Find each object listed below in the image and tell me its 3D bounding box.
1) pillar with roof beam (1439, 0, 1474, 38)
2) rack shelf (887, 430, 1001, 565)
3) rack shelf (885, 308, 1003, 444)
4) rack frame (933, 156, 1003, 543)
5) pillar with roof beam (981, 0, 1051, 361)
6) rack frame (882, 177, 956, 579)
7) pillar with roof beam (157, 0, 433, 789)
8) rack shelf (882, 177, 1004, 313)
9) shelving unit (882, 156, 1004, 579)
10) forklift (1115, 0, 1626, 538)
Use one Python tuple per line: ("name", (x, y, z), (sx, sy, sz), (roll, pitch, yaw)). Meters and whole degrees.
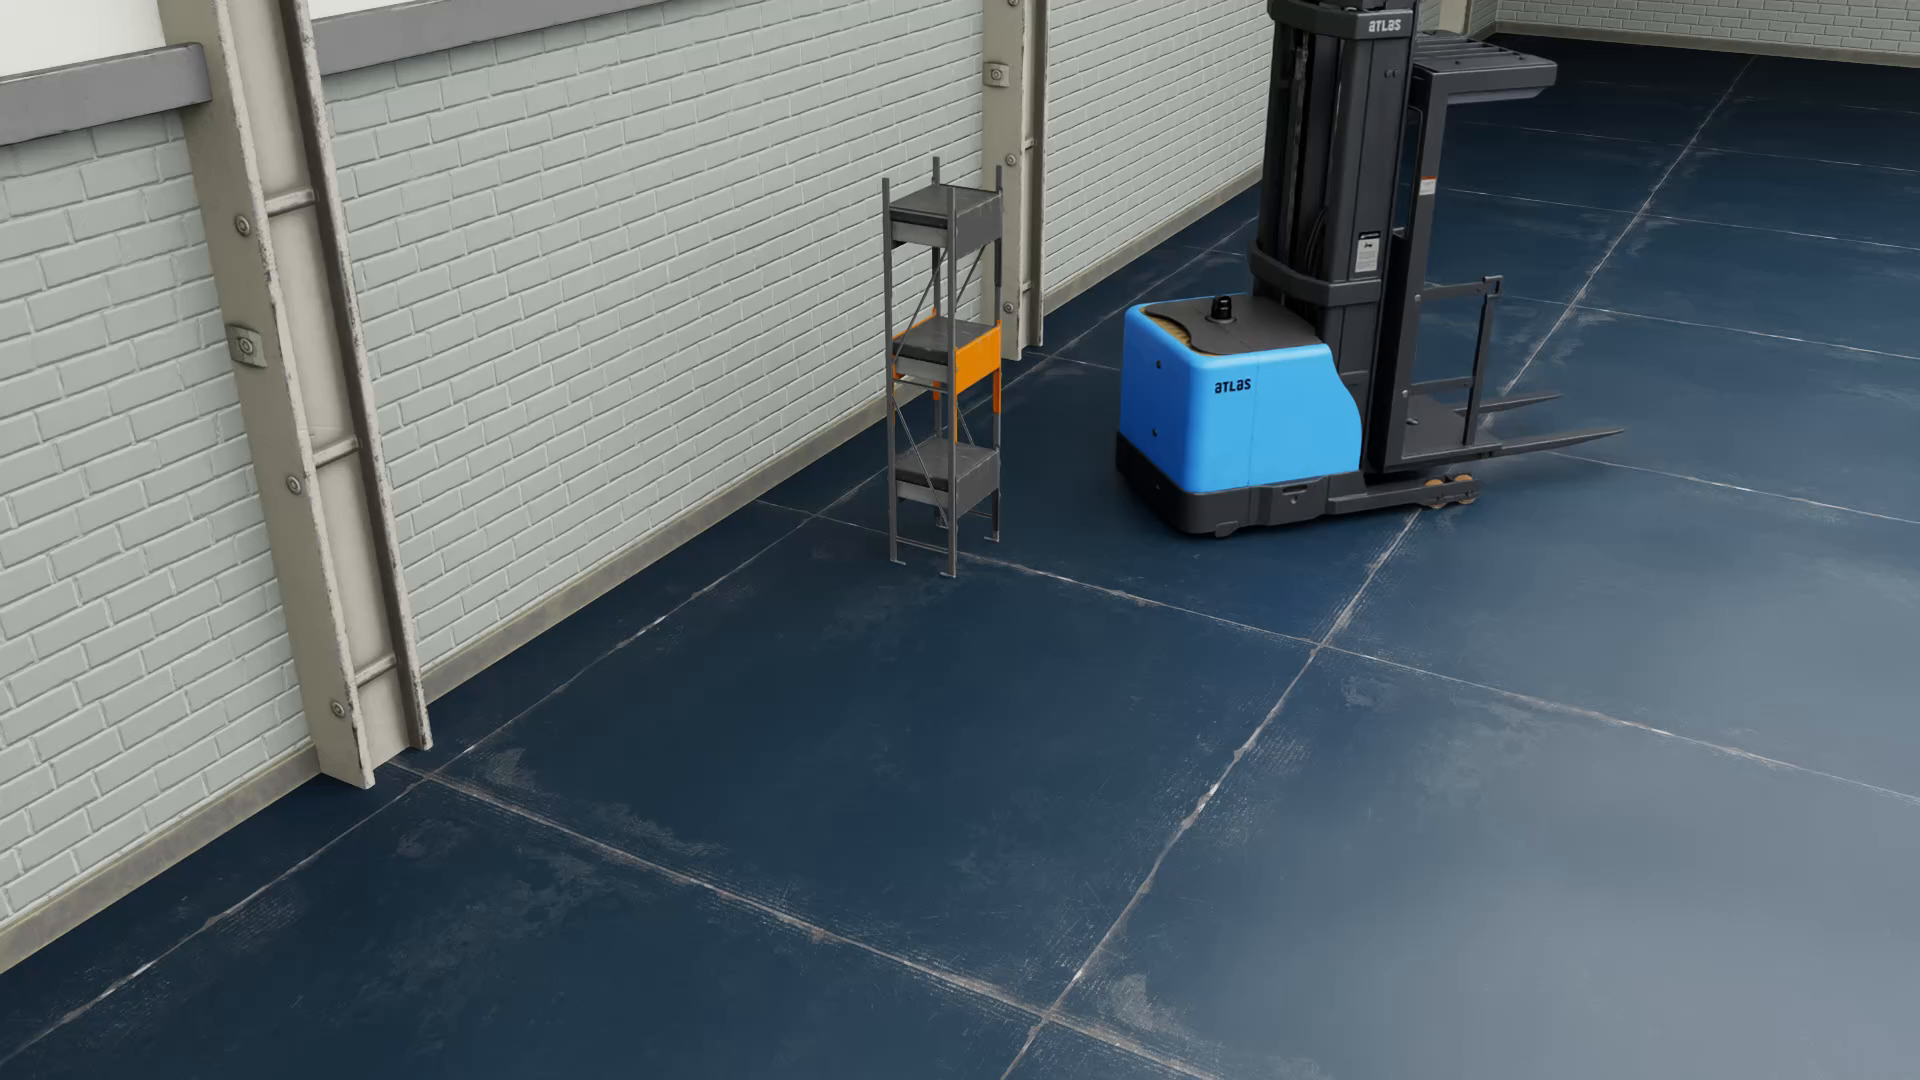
("pillar with roof beam", (10.025, -9.133, 17.442), (9.100, 9.000, 0.400), (14, 30, 26))
("rack shelf", (-0.081, -0.236, 8.971), (0.431, 0.518, 0.480), (14, 30, 26))
("rack shelf", (-0.081, -0.862, 8.657), (0.431, 0.518, 0.480), (14, 30, 26))
("rack frame", (0.039, -0.970, 8.841), (0.400, 2.100, 0.015), (14, 30, 26))
("pillar with roof beam", (4.121, -4.457, 8.100), (9.100, 9.000, 0.400), (14, 30, 26))
("rack frame", (-0.201, -0.779, 8.461), (0.400, 2.100, 0.015), (14, 30, 26))
("pillar with roof beam", (1.170, -2.118, 3.429), (9.100, 9.000, 0.400), (14, 30, 26))
("rack shelf", (-0.081, -1.488, 8.344), (0.431, 0.518, 0.480), (14, 30, 26))
("shelving unit", (-0.081, -0.874, 8.651), (0.431, 2.100, 0.503), (14, 30, 26))
("forklift", (2.504, -1.706, 9.384), (3.031, 2.935, 1.130), (-9, 28, -17))
